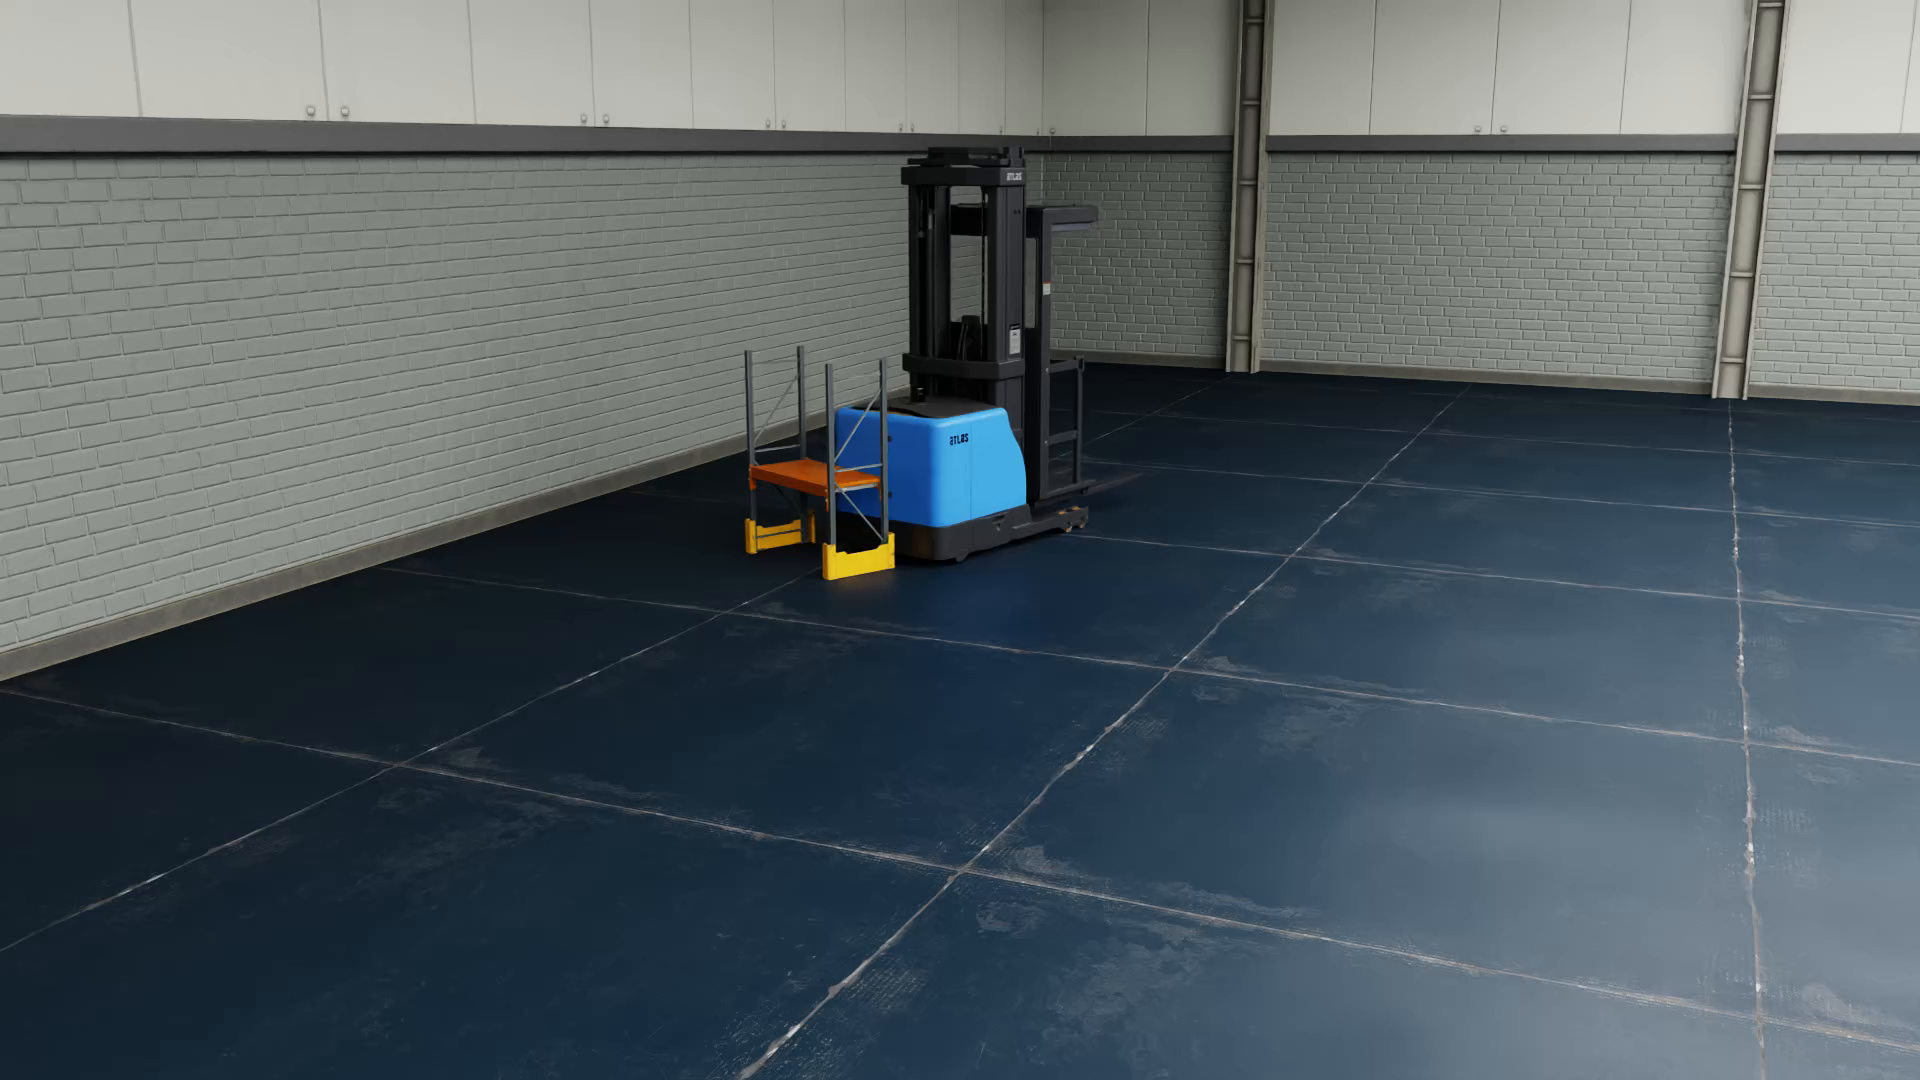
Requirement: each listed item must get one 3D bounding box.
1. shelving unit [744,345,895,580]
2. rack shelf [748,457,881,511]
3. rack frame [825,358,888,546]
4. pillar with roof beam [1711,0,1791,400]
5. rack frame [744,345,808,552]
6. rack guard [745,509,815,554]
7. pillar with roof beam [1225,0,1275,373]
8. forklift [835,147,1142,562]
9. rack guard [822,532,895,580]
[{"bbox_3d":[-1.030,-0.586,11.971,0.587,1.500,1.083,-11,17,-38],"label":"shelving unit"},{"bbox_3d":[-1.036,-0.413,12.019,0.538,0.185,1.000,-11,17,-38],"label":"rack shelf"},{"bbox_3d":[-0.713,-0.498,11.596,0.500,1.500,0.032,-11,17,-38],"label":"rack frame"},{"bbox_3d":[7.563,-5.211,15.265,0.400,9.000,9.100,6,14,23],"label":"pillar with roof beam"},{"bbox_3d":[-1.359,-0.678,12.360,0.500,1.500,0.032,-11,17,-38],"label":"rack frame"},{"bbox_3d":[-1.347,-0.066,12.488,0.587,0.250,0.087,-11,17,-38],"label":"rack guard"},{"bbox_3d":[2.077,-5.767,17.631,0.400,9.000,9.100,6,14,23],"label":"pillar with roof beam"},{"bbox_3d":[0.369,-1.549,12.942,1.130,2.935,3.031,10,16,36],"label":"forklift"},{"bbox_3d":[-0.714,0.110,11.739,0.587,0.250,0.087,-11,17,-38],"label":"rack guard"}]
